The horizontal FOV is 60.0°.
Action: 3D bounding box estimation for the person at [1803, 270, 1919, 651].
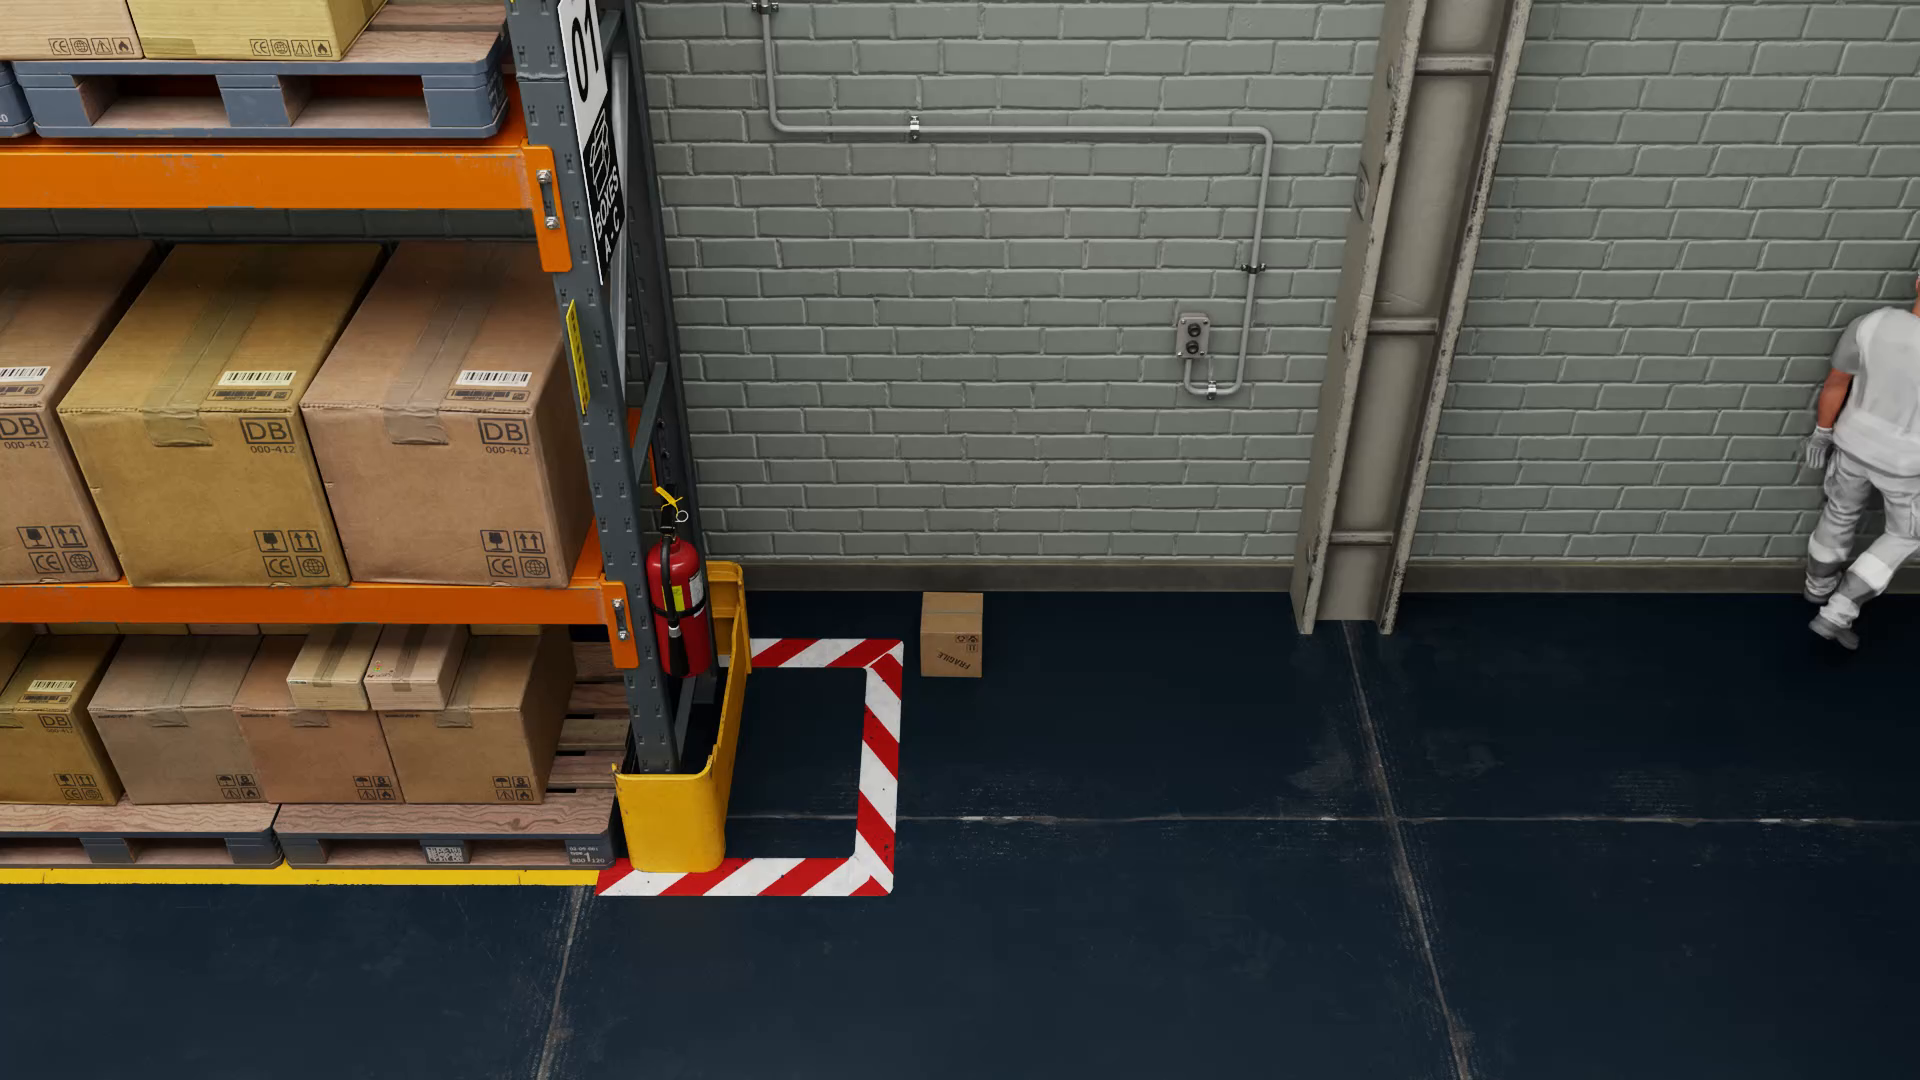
[{"bbox_3d":[3.673,-0.353,6.544,0.713,1.777,0.591,-24,45,-26],"label":"person"}]
